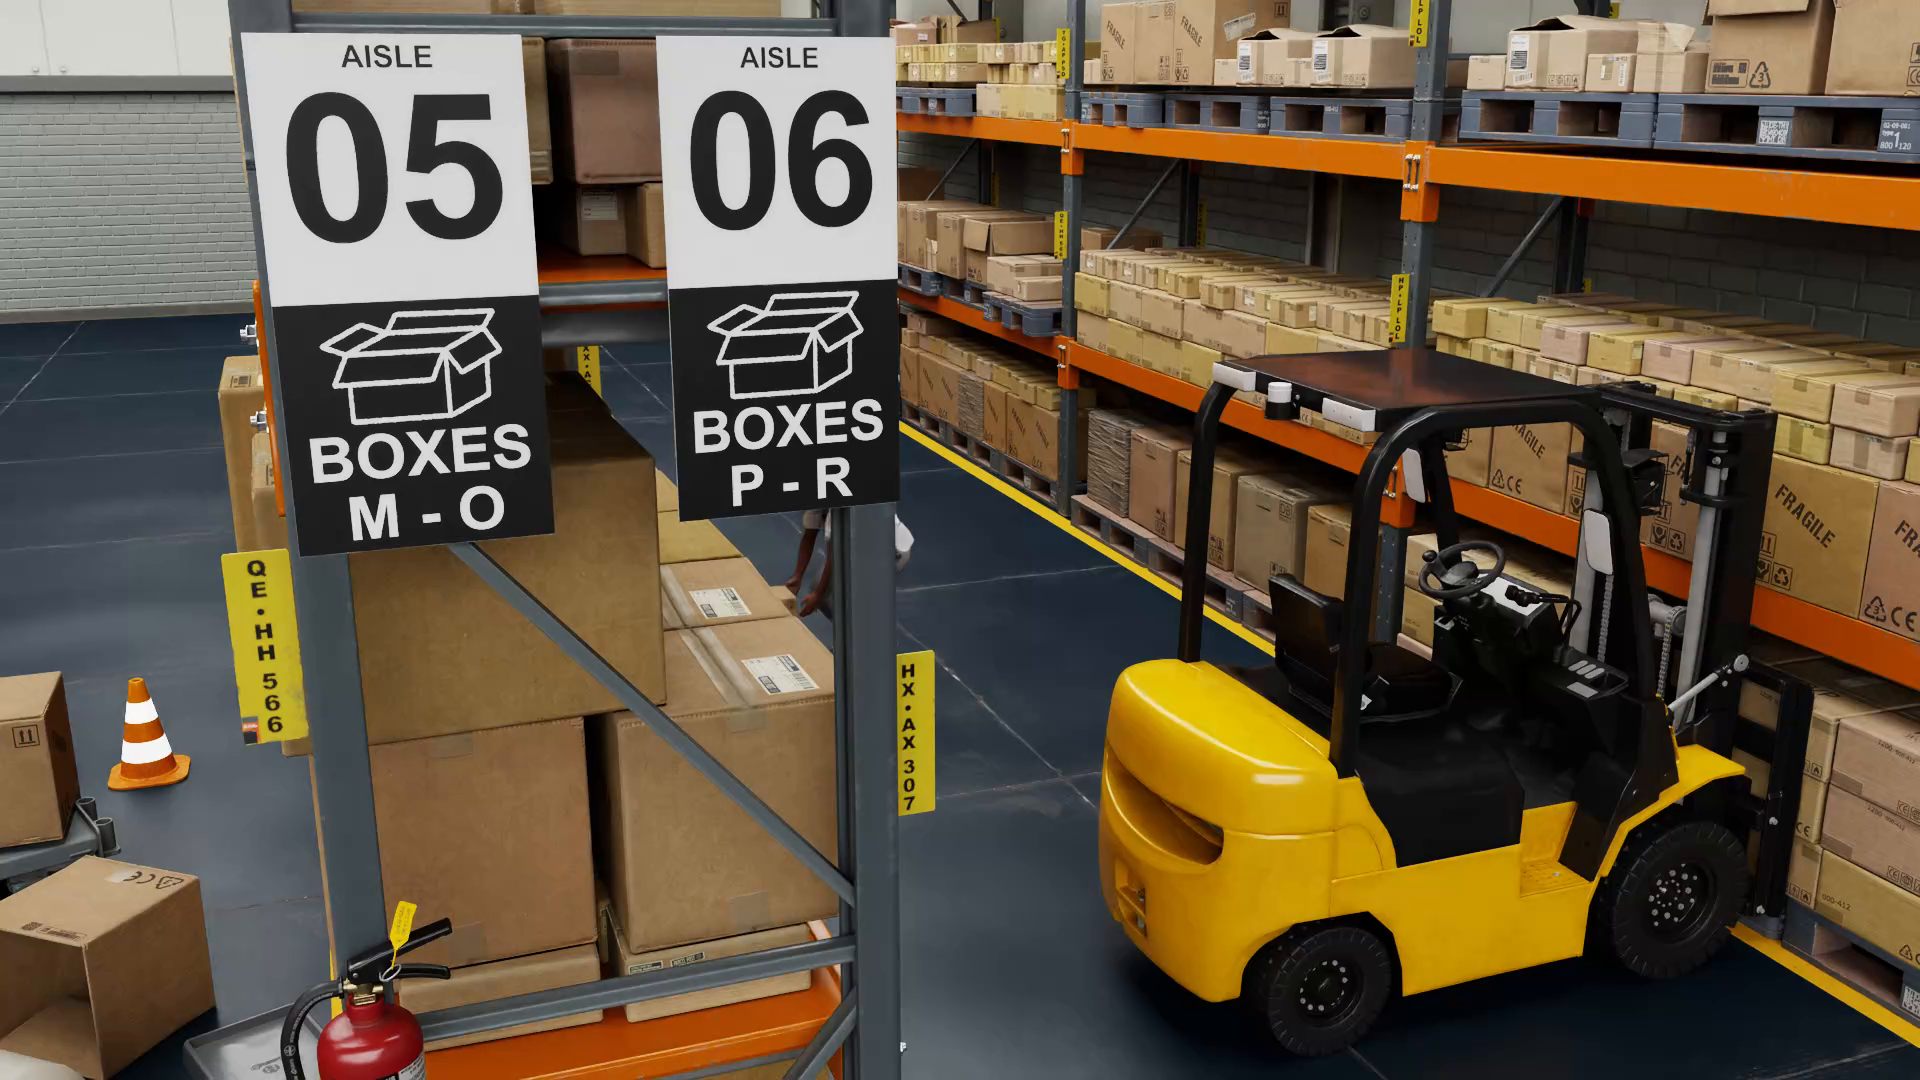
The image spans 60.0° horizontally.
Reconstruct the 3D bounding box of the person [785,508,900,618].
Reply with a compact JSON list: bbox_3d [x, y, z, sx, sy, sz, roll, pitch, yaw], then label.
[{"bbox_3d":[-0.670,-0.052,8.906,0.703,0.879,0.493,-6,17,-20],"label":"person"}]
